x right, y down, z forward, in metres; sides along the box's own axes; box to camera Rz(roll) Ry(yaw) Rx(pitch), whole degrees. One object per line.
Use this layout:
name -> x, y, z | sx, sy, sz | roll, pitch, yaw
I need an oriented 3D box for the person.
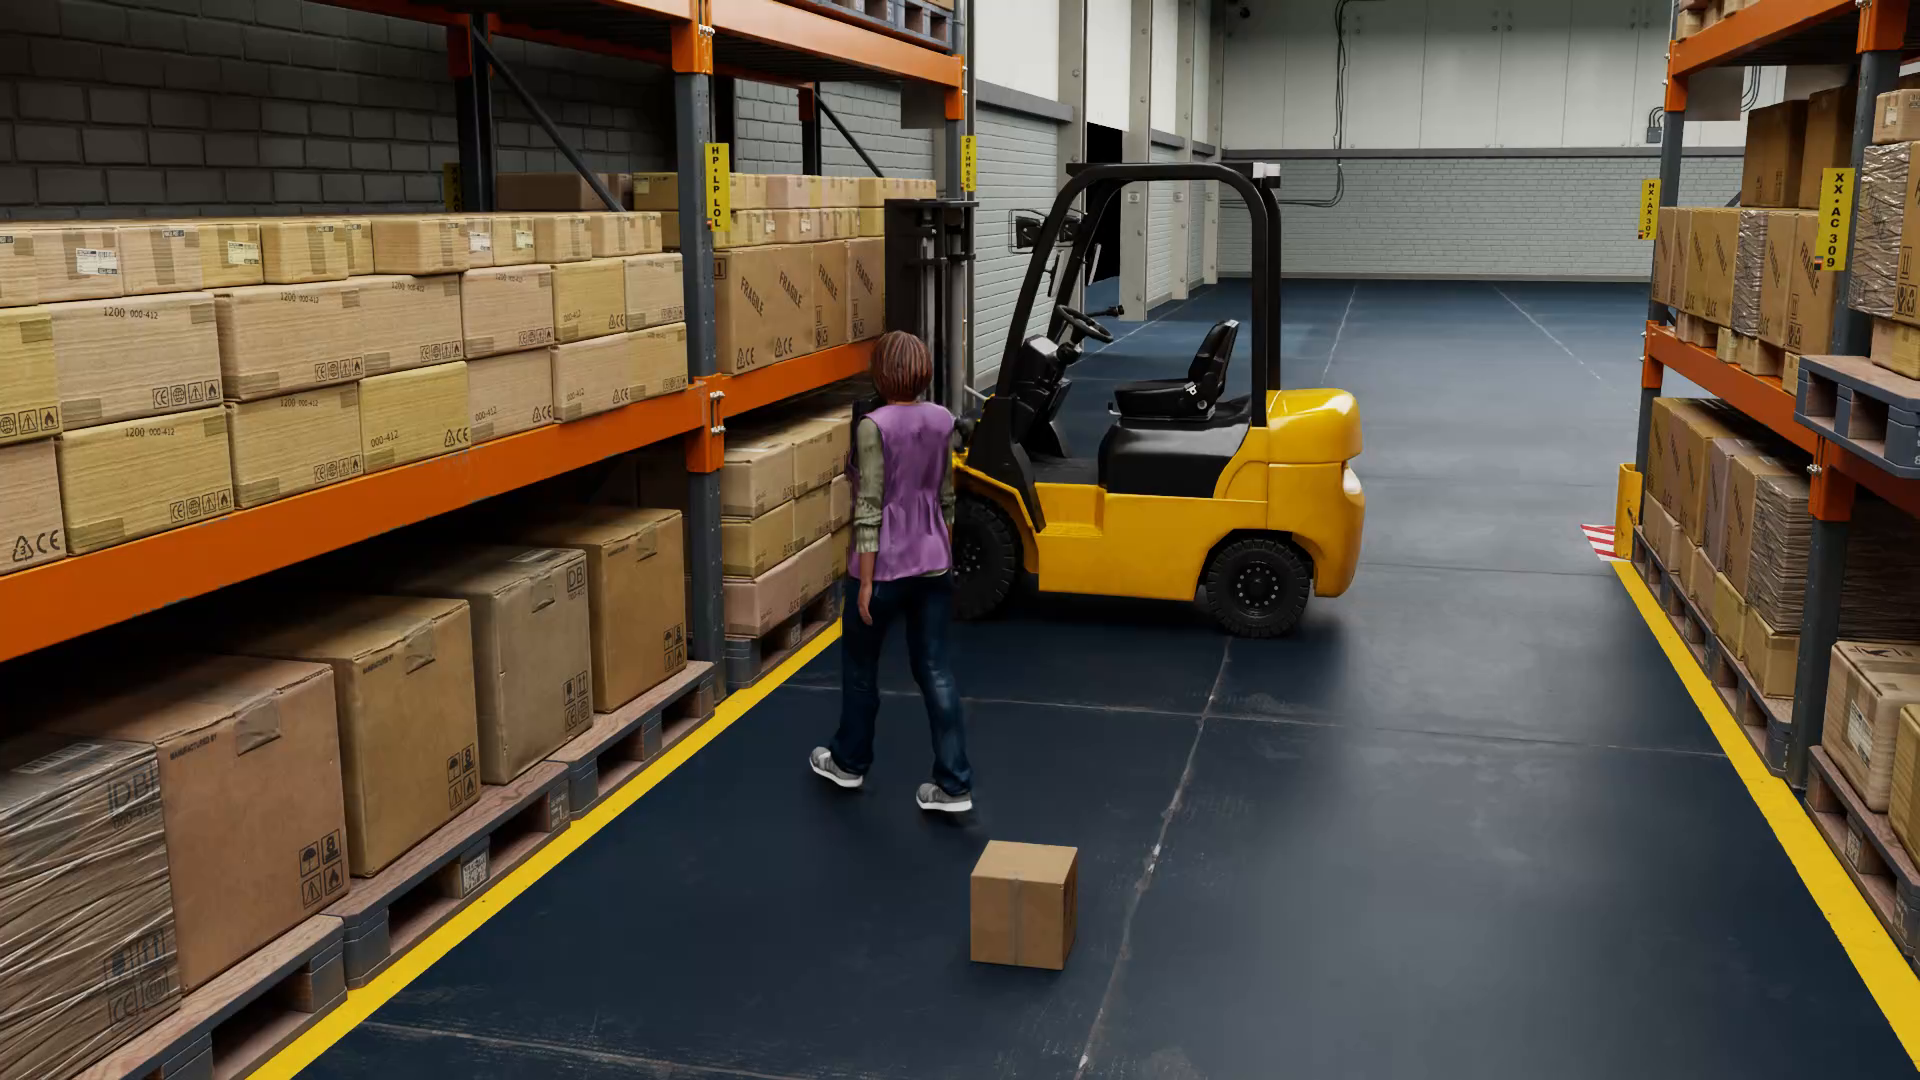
person -> -0.219, 0.092, 5.492 | 0.421, 1.573, 0.764 | -8, 14, -33
